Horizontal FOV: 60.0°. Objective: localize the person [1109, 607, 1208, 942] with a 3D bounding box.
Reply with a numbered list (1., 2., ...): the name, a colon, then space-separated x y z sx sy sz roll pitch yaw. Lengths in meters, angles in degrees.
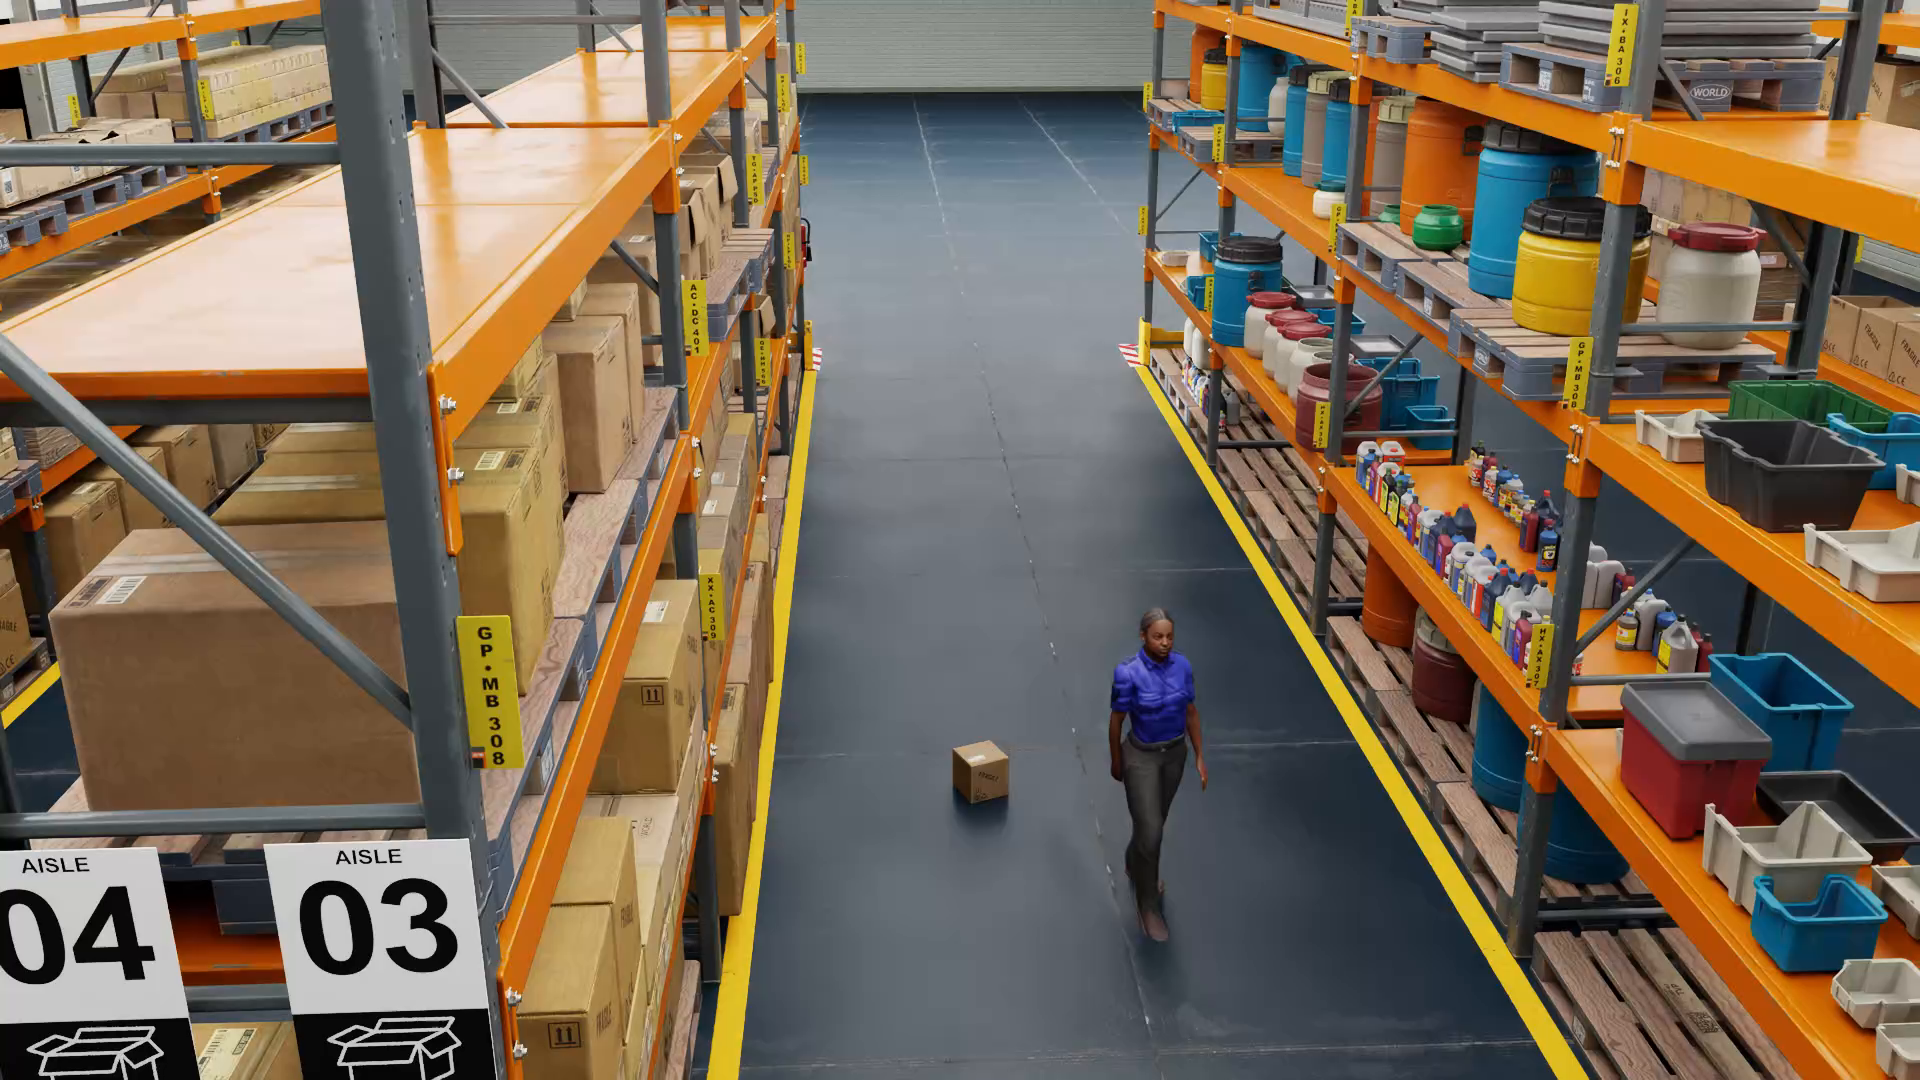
1. person: 1.024 1.172 8.505 0.443 1.716 0.627 -10 23 -26
